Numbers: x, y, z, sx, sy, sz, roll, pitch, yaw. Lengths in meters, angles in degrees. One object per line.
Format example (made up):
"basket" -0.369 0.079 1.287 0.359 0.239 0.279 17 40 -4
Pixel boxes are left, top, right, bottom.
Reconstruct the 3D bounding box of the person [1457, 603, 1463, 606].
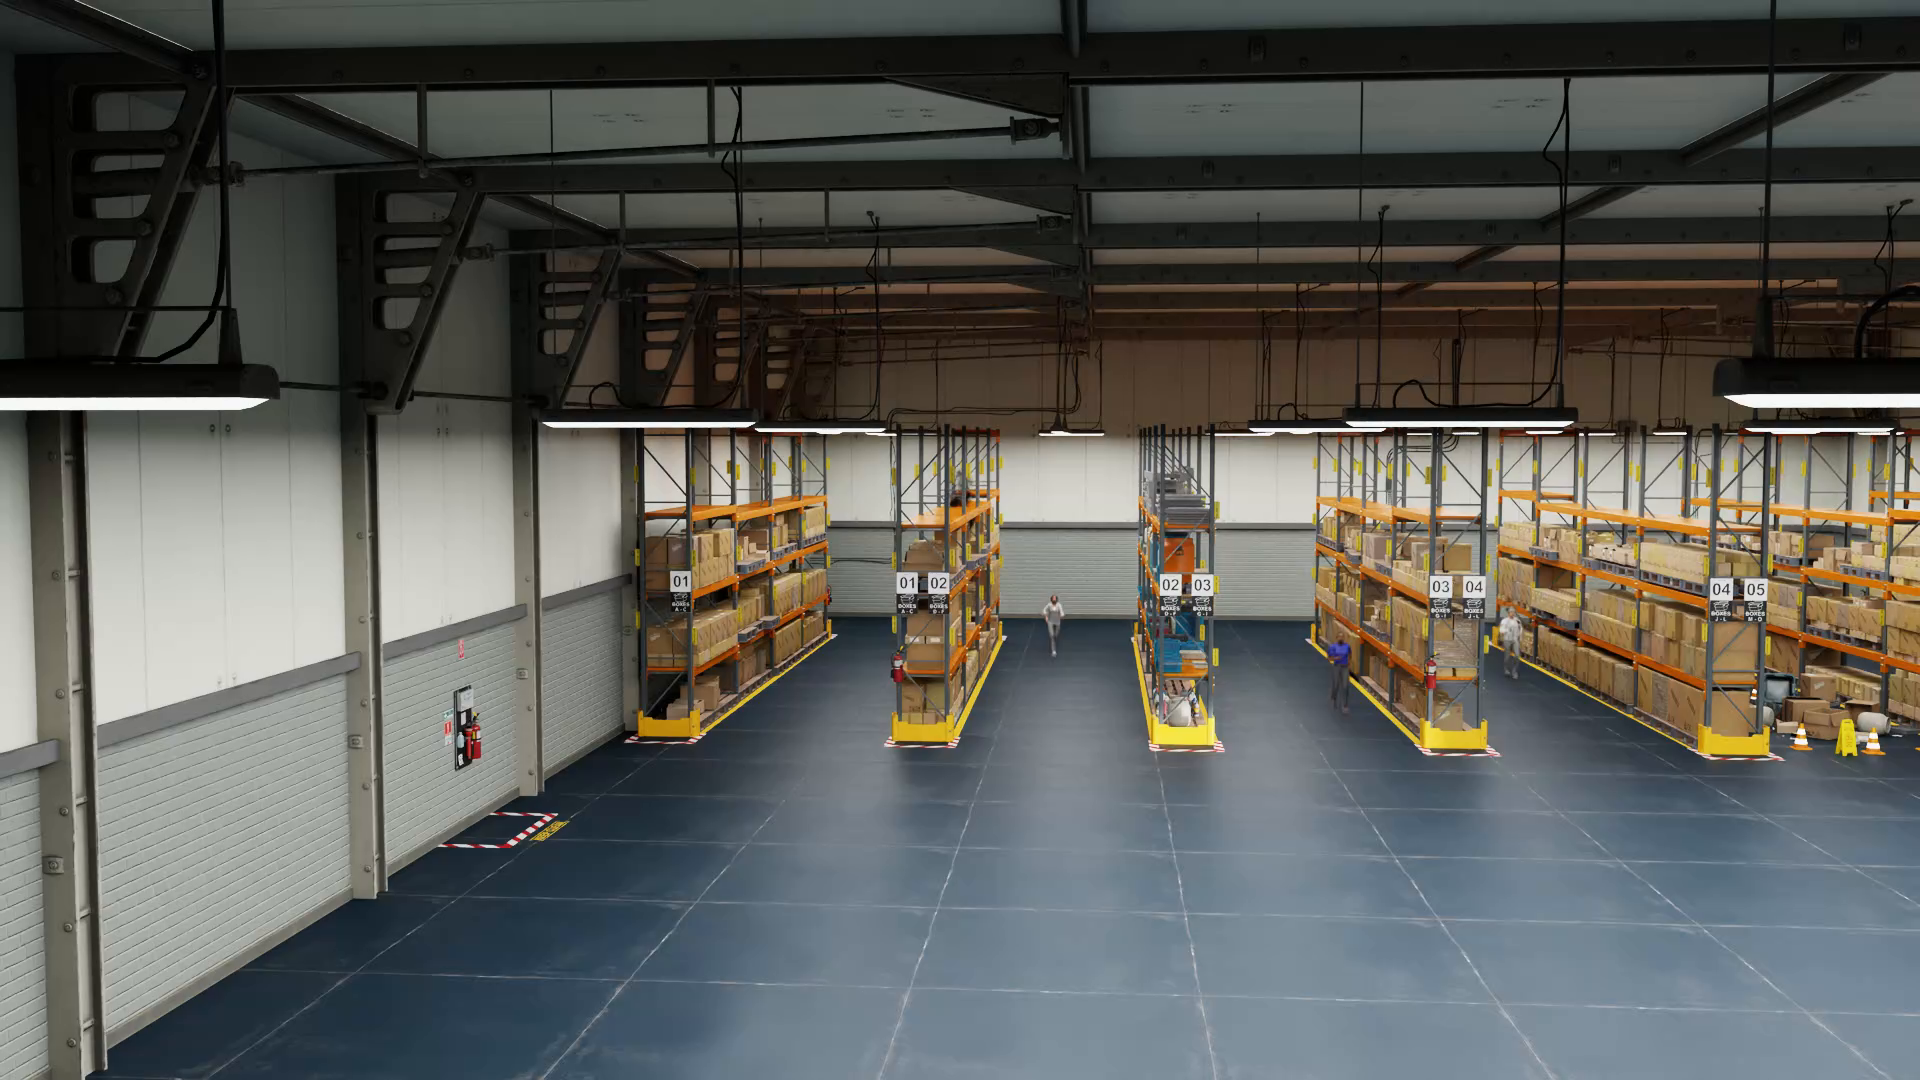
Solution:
"person" 13.619 2.091 45.784 0.775 1.720 0.551 2 4 31

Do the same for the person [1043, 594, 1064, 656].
"person" 2.487 2.286 44.090 0.542 1.506 0.875 0 3 -5

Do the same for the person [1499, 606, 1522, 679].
"person" 13.221 2.450 39.862 0.594 1.745 0.712 0 3 6

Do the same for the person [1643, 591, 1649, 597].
"person" 19.496 2.020 47.271 0.800 1.656 0.584 1 4 16

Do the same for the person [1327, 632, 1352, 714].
"person" 7.955 2.750 34.801 0.575 1.644 0.909 0 3 1
